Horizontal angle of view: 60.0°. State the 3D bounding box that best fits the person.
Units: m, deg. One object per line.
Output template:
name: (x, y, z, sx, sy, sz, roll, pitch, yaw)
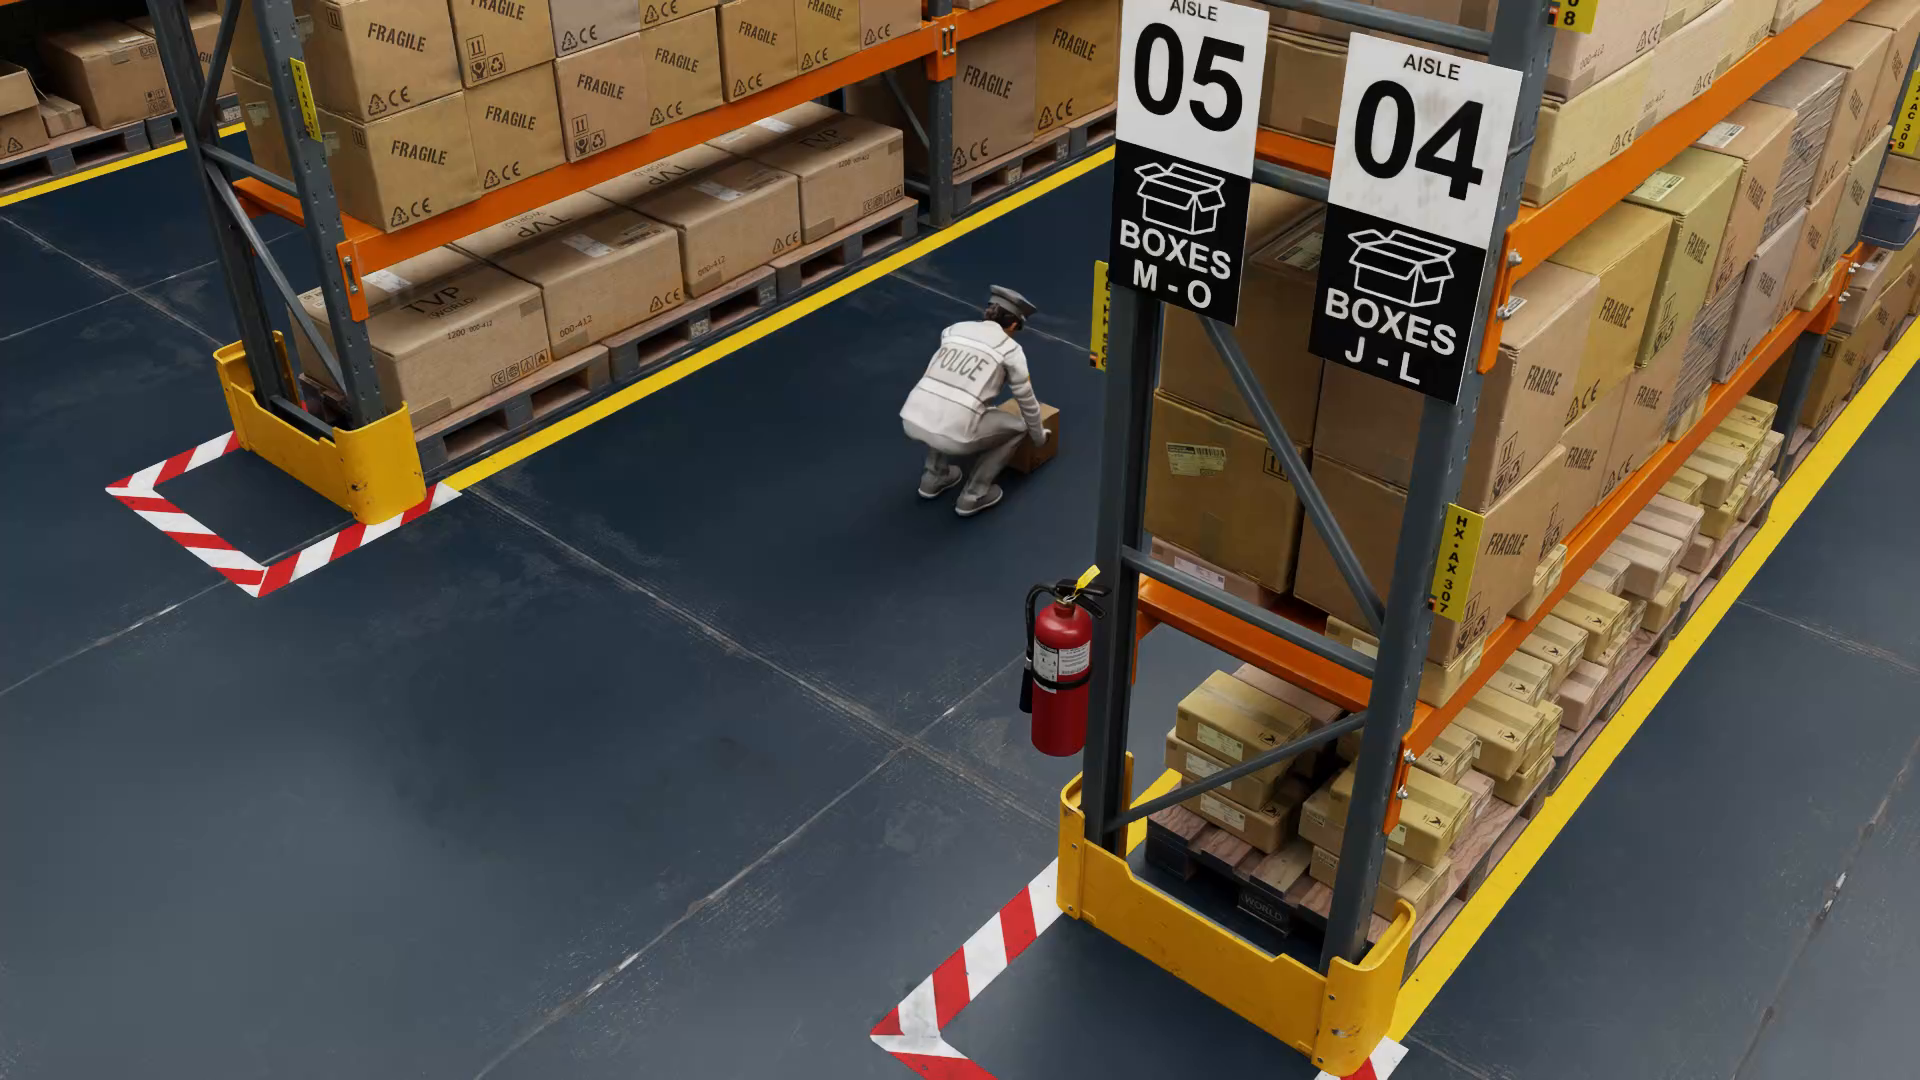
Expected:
person: (0.067, -0.652, 7.713, 0.486, 0.928, 0.853, 26, 43, 31)
